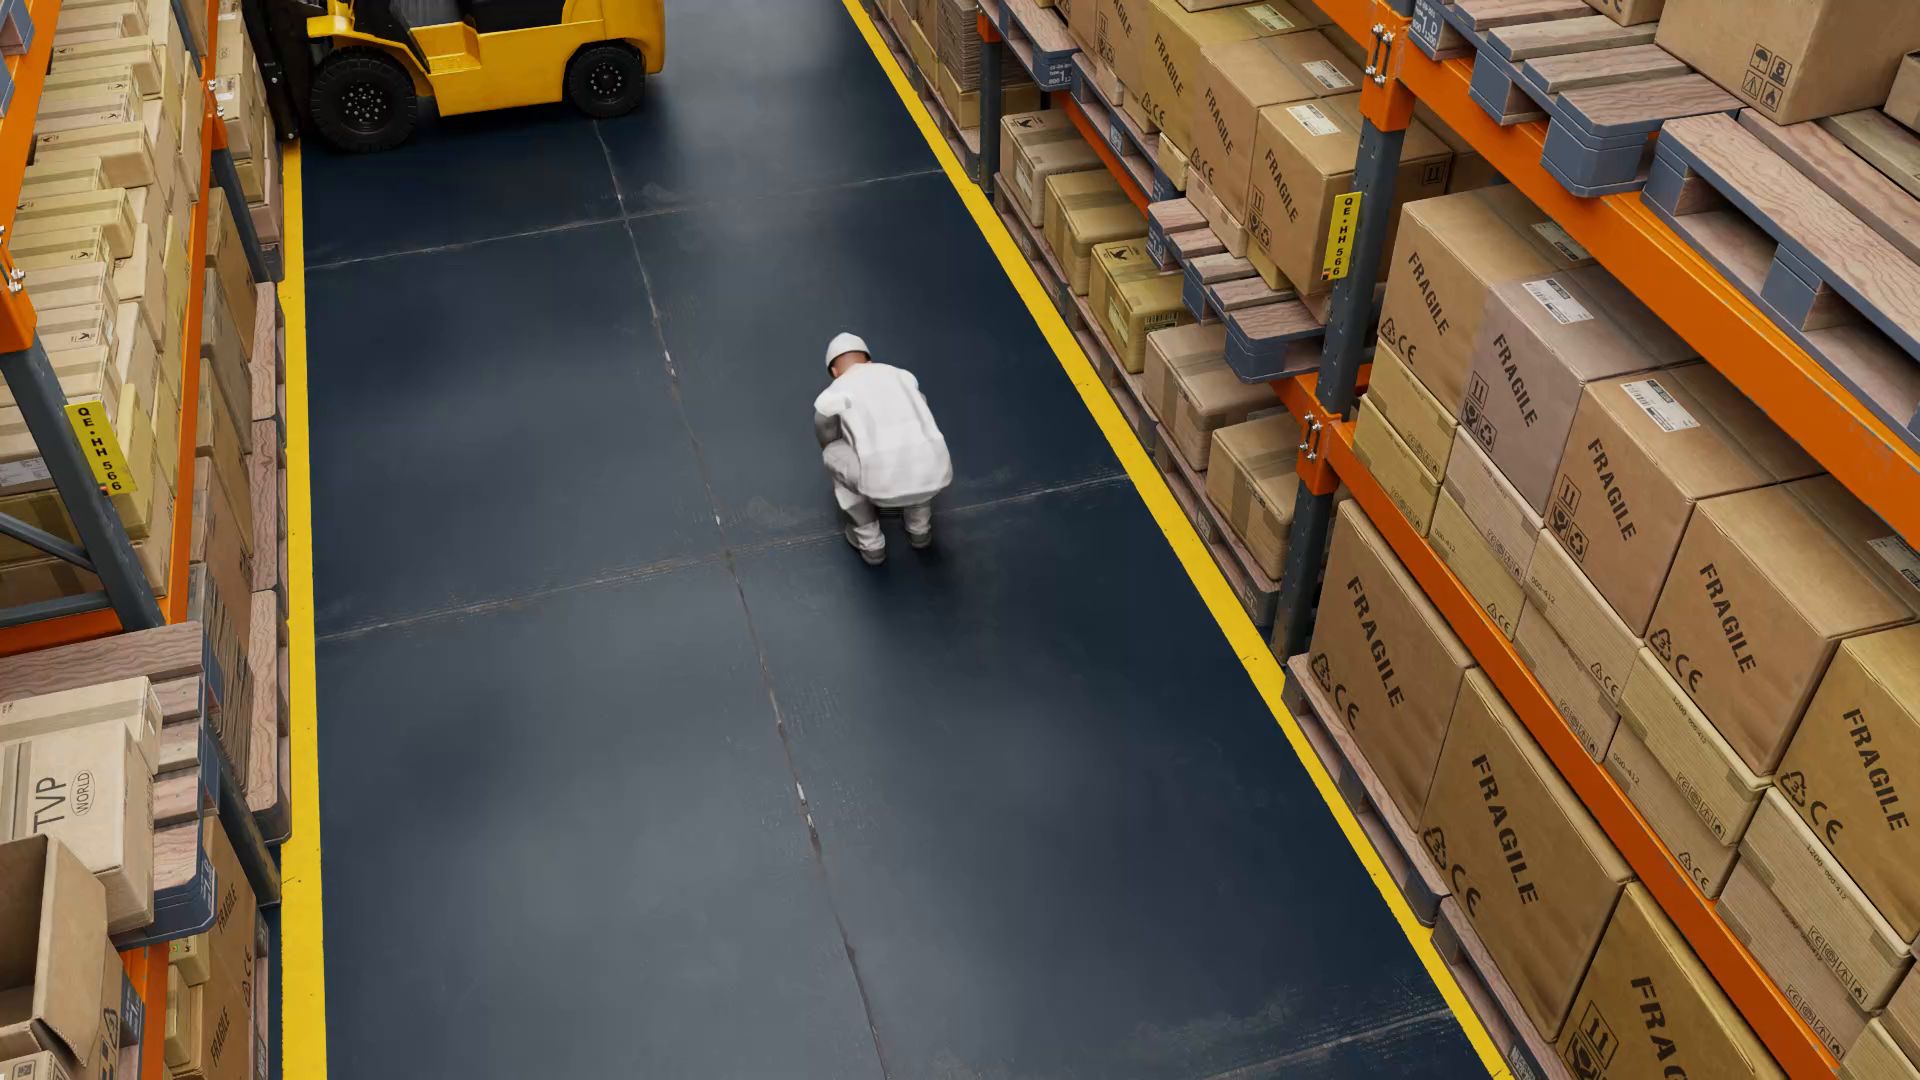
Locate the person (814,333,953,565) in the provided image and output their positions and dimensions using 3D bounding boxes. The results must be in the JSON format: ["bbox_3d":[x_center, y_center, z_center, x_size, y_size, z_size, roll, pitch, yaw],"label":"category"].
[{"bbox_3d":[-0.351,-0.376,7.344,0.518,0.797,0.954,-13,43,-14],"label":"person"}]
